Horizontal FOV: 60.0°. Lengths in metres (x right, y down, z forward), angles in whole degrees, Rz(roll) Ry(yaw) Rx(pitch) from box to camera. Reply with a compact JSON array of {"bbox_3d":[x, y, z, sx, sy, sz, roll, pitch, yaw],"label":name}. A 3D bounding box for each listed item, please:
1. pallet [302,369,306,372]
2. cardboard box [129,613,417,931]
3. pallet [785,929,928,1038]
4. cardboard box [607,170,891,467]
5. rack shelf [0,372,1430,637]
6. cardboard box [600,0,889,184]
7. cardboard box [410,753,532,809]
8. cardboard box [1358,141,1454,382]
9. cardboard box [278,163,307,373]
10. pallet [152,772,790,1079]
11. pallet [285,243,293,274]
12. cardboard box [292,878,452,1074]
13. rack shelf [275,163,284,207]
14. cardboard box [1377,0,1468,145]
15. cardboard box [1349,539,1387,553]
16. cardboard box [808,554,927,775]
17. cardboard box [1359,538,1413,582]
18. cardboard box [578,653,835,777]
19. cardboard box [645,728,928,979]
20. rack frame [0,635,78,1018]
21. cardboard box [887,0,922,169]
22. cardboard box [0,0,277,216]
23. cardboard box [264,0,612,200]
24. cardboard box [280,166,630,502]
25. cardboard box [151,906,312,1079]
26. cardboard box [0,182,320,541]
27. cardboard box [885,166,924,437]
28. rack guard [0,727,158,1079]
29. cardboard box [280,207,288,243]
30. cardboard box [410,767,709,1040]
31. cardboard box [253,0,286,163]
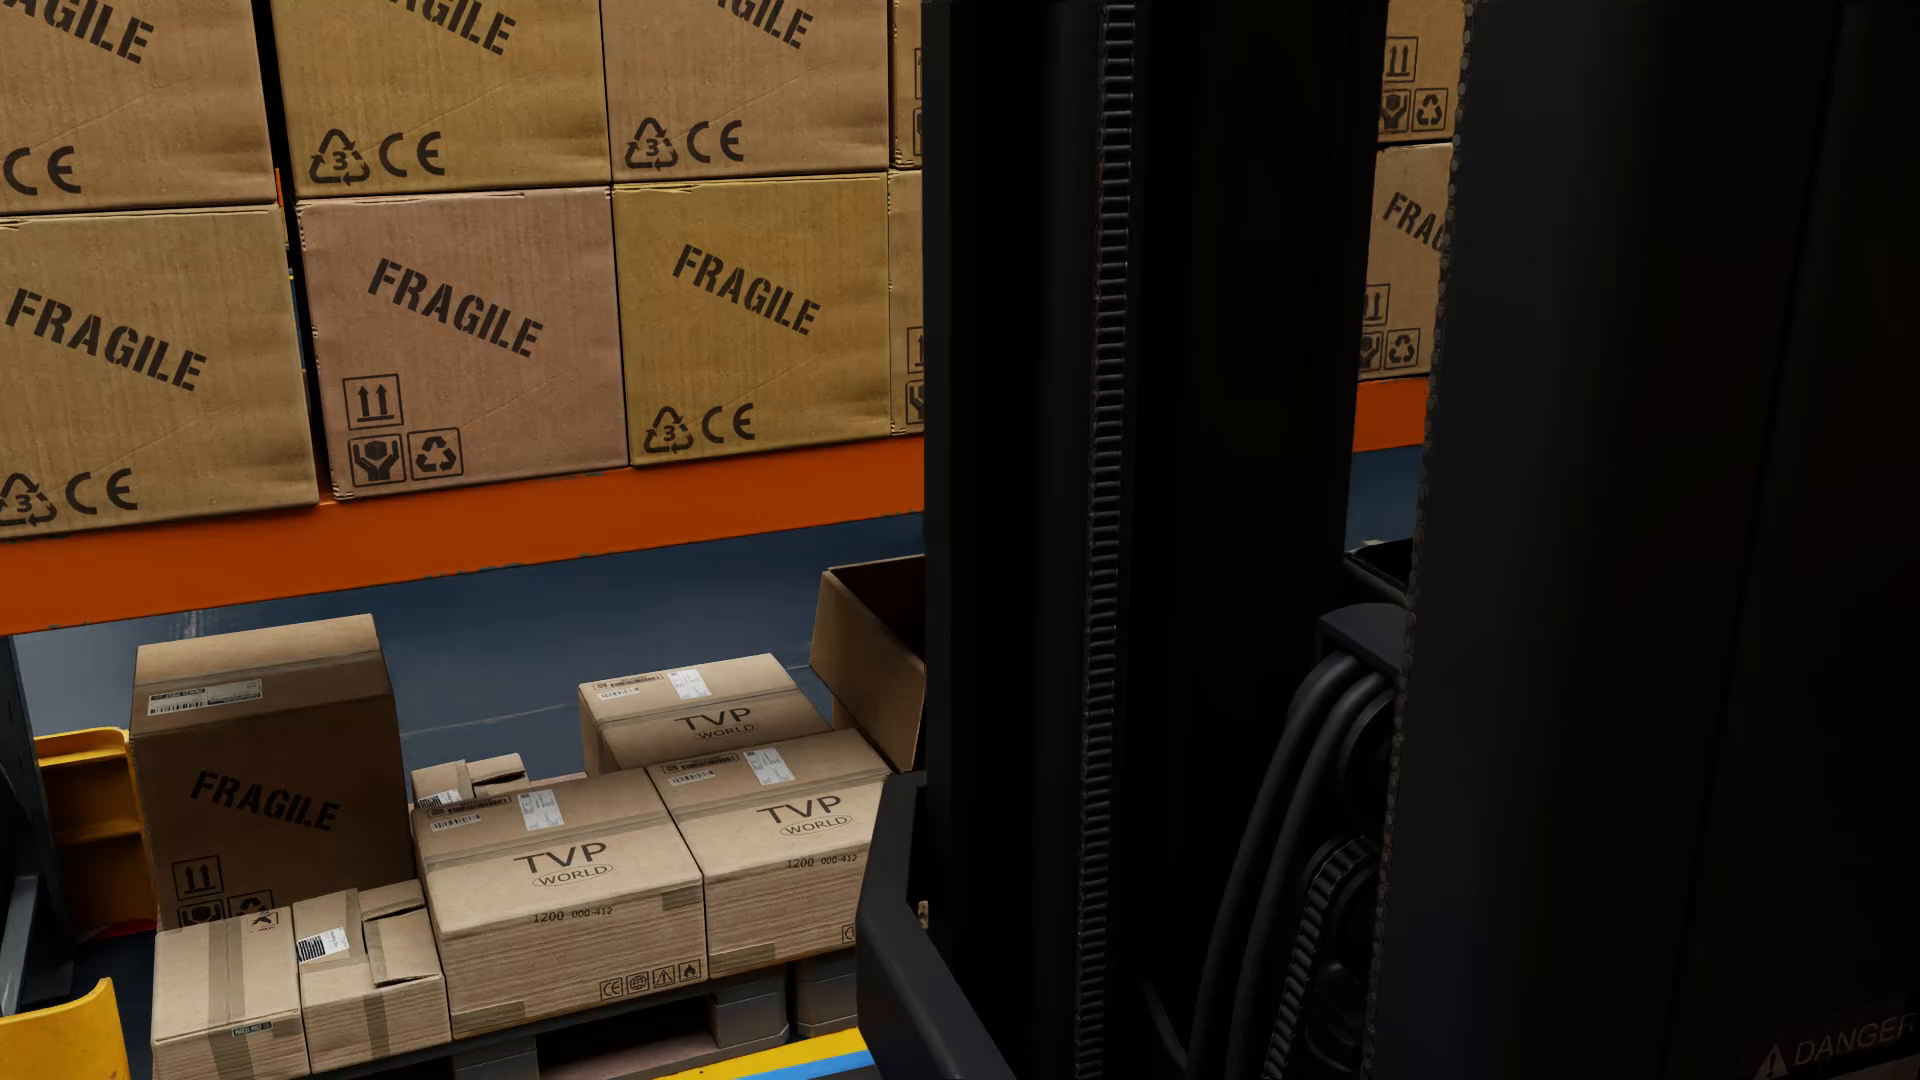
[{"bbox_3d":[-3.088,-0.605,7.921,1.213,0.211,1.003,-8,21,-22],"label":"pallet"},{"bbox_3d":[-1.500,0.513,3.651,0.500,0.500,0.500,-8,21,-22],"label":"cardboard box"},{"bbox_3d":[0.018,0.729,4.134,1.213,0.211,1.003,-8,21,-22],"label":"pallet"},{"bbox_3d":[-0.456,-0.472,3.195,0.500,0.500,0.500,-8,21,-22],"label":"cardboard box"},{"bbox_3d":[-0.065,-0.236,3.759,4.000,0.370,1.077,-8,21,-22],"label":"rack shelf"},{"bbox_3d":[-0.451,-0.944,3.031,0.500,0.500,0.500,-8,21,-21],"label":"cardboard box"},{"bbox_3d":[-1.092,0.644,3.779,0.250,0.166,0.380,-8,21,-22],"label":"cardboard box"},{"bbox_3d":[0.941,-0.673,3.767,0.500,0.500,0.500,-8,21,-20],"label":"cardboard box"},{"bbox_3d":[-1.123,-0.571,3.475,0.500,0.500,0.500,-8,21,-21],"label":"cardboard box"},{"bbox_3d":[-1.100,0.888,3.682,1.213,0.211,1.003,-8,21,-22],"label":"pallet"},{"bbox_3d":[-5.119,-2.147,12.303,1.213,0.211,1.003,-8,21,-22],"label":"pallet"},{"bbox_3d":[-1.151,0.834,3.242,0.250,0.166,0.380,-8,21,-22],"label":"cardboard box"},{"bbox_3d":[-2.024,-1.747,8.050,4.000,0.370,1.077,-8,21,-22],"label":"rack shelf"},{"bbox_3d":[0.940,-1.143,3.597,0.500,0.500,0.500,-9,21,-23],"label":"cardboard box"},{"bbox_3d":[1.300,0.212,4.791,0.500,0.311,0.500,-8,21,-22],"label":"cardboard box"},{"bbox_3d":[0.048,0.380,4.022,0.637,0.503,0.797,-8,21,-22],"label":"cardboard box"},{"bbox_3d":[1.360,0.295,4.270,0.500,0.500,0.500,-8,21,-22],"label":"cardboard box"},{"bbox_3d":[-0.616,0.515,4.021,0.500,0.250,0.500,-8,21,-22],"label":"cardboard box"},{"bbox_3d":[-0.372,0.661,3.607,0.500,0.250,0.500,-8,21,-22],"label":"cardboard box"},{"bbox_3d":[-1.902,-0.312,2.892,0.127,3.000,1.000,-8,21,-22],"label":"rack frame"},{"bbox_3d":[0.015,-1.011,3.222,0.500,0.500,0.500,-8,21,-22],"label":"cardboard box"},{"bbox_3d":[-1.390,-0.809,2.647,0.500,0.500,0.500,-7,21,-20],"label":"cardboard box"},{"bbox_3d":[-0.913,-0.880,2.849,0.500,0.500,0.500,-8,21,-21],"label":"cardboard box"},{"bbox_3d":[-0.918,-0.407,3.010,0.500,0.500,0.500,-8,21,-22],"label":"cardboard box"},{"bbox_3d":[-1.381,0.875,3.151,0.250,0.149,0.380,-8,21,-22],"label":"cardboard box"},{"bbox_3d":[-1.390,-0.337,2.813,0.500,0.500,0.500,-8,21,-21],"label":"cardboard box"},{"bbox_3d":[0.004,-0.537,3.381,0.500,0.500,0.500,-8,21,-21],"label":"cardboard box"},{"bbox_3d":[-1.832,0.857,3.336,0.348,0.500,1.175,-8,21,-22],"label":"rack guard"},{"bbox_3d":[-5.266,-2.638,12.065,0.875,0.875,0.875,-8,21,-22],"label":"cardboard box"},{"bbox_3d":[-0.831,0.726,3.420,0.500,0.250,0.500,-8,21,-22],"label":"cardboard box"},{"bbox_3d":[-1.138,-1.040,3.303,0.500,0.500,0.500,-8,21,-20],"label":"cardboard box"}]
